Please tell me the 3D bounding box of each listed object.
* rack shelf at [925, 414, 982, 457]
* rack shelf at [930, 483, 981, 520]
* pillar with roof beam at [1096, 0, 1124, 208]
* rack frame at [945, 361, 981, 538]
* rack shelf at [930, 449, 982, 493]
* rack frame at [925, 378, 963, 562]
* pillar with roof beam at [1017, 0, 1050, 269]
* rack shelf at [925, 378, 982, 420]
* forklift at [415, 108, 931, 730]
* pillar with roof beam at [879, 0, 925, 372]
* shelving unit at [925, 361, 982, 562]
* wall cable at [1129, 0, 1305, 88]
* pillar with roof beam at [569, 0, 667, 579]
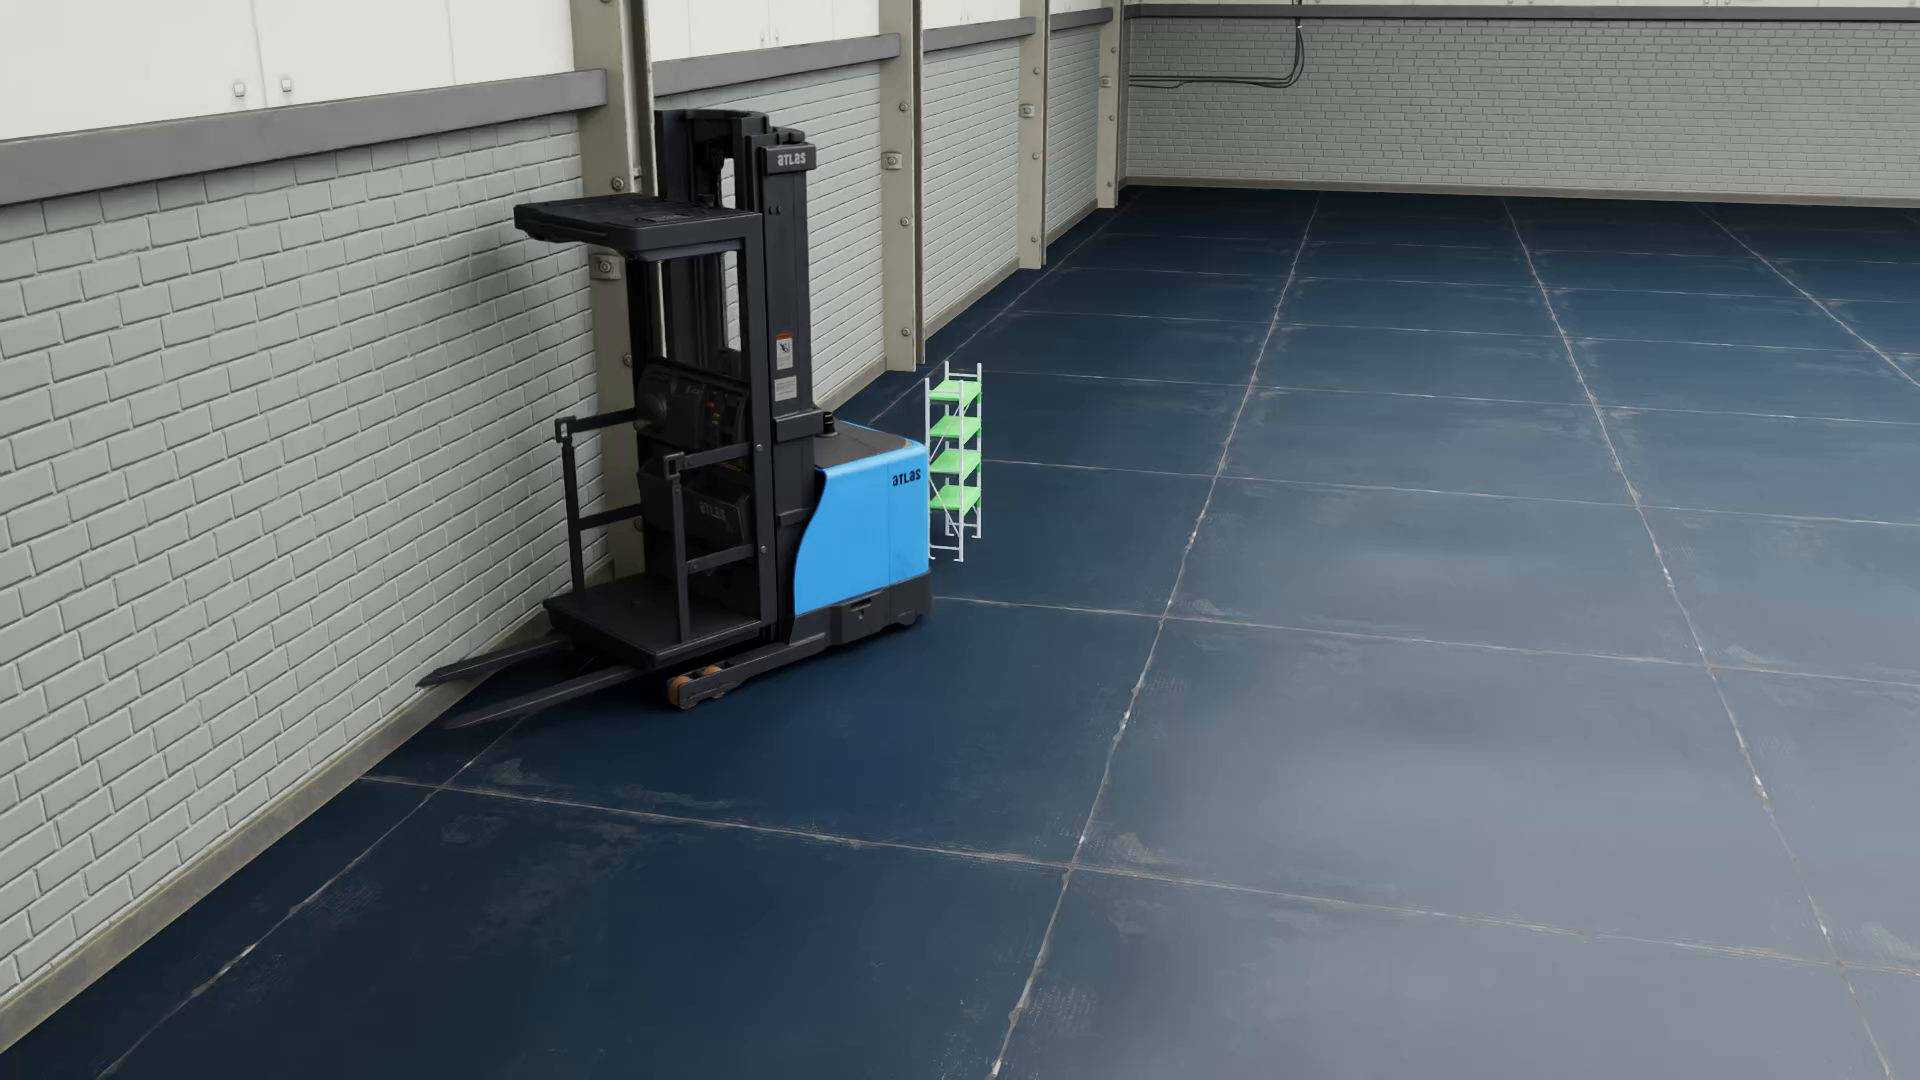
[{"bbox_3d":[-0.040,-0.683,10.785,0.258,0.148,0.480,5,19,13],"label":"rack shelf"},{"bbox_3d":[-0.040,-0.228,10.940,0.258,0.148,0.480,5,19,13],"label":"rack shelf"},{"bbox_3d":[6.567,-9.364,24.681,9.100,9.000,0.400,5,19,13],"label":"pillar with roof beam"},{"bbox_3d":[0.019,-0.592,11.066,0.240,1.200,0.015,5,19,13],"label":"rack frame"},{"bbox_3d":[-0.040,-0.455,10.862,0.258,0.148,0.480,5,19,13],"label":"rack shelf"},{"bbox_3d":[-0.100,-0.439,10.618,0.240,1.200,0.015,5,19,13],"label":"rack frame"},{"bbox_3d":[5.101,-7.484,19.175,9.100,9.000,0.400,5,19,13],"label":"pillar with roof beam"},{"bbox_3d":[-0.040,-0.910,10.707,0.258,0.148,0.480,5,19,13],"label":"rack shelf"},{"bbox_3d":[-1.576,-0.698,8.697,3.031,2.935,1.130,-18,26,-41],"label":"forklift"},{"bbox_3d":[3.635,-5.603,13.670,9.100,9.000,0.400,5,19,13],"label":"pillar with roof beam"},{"bbox_3d":[-0.040,-0.516,10.842,0.258,1.200,0.503,5,19,13],"label":"shelving unit"},{"bbox_3d":[4.395,-9.054,28.576,3.097,2.526,0.112,5,19,13],"label":"wall cable"},{"bbox_3d":[2.169,-3.722,8.164,9.100,9.000,0.400,5,19,13],"label":"pillar with roof beam"}]
